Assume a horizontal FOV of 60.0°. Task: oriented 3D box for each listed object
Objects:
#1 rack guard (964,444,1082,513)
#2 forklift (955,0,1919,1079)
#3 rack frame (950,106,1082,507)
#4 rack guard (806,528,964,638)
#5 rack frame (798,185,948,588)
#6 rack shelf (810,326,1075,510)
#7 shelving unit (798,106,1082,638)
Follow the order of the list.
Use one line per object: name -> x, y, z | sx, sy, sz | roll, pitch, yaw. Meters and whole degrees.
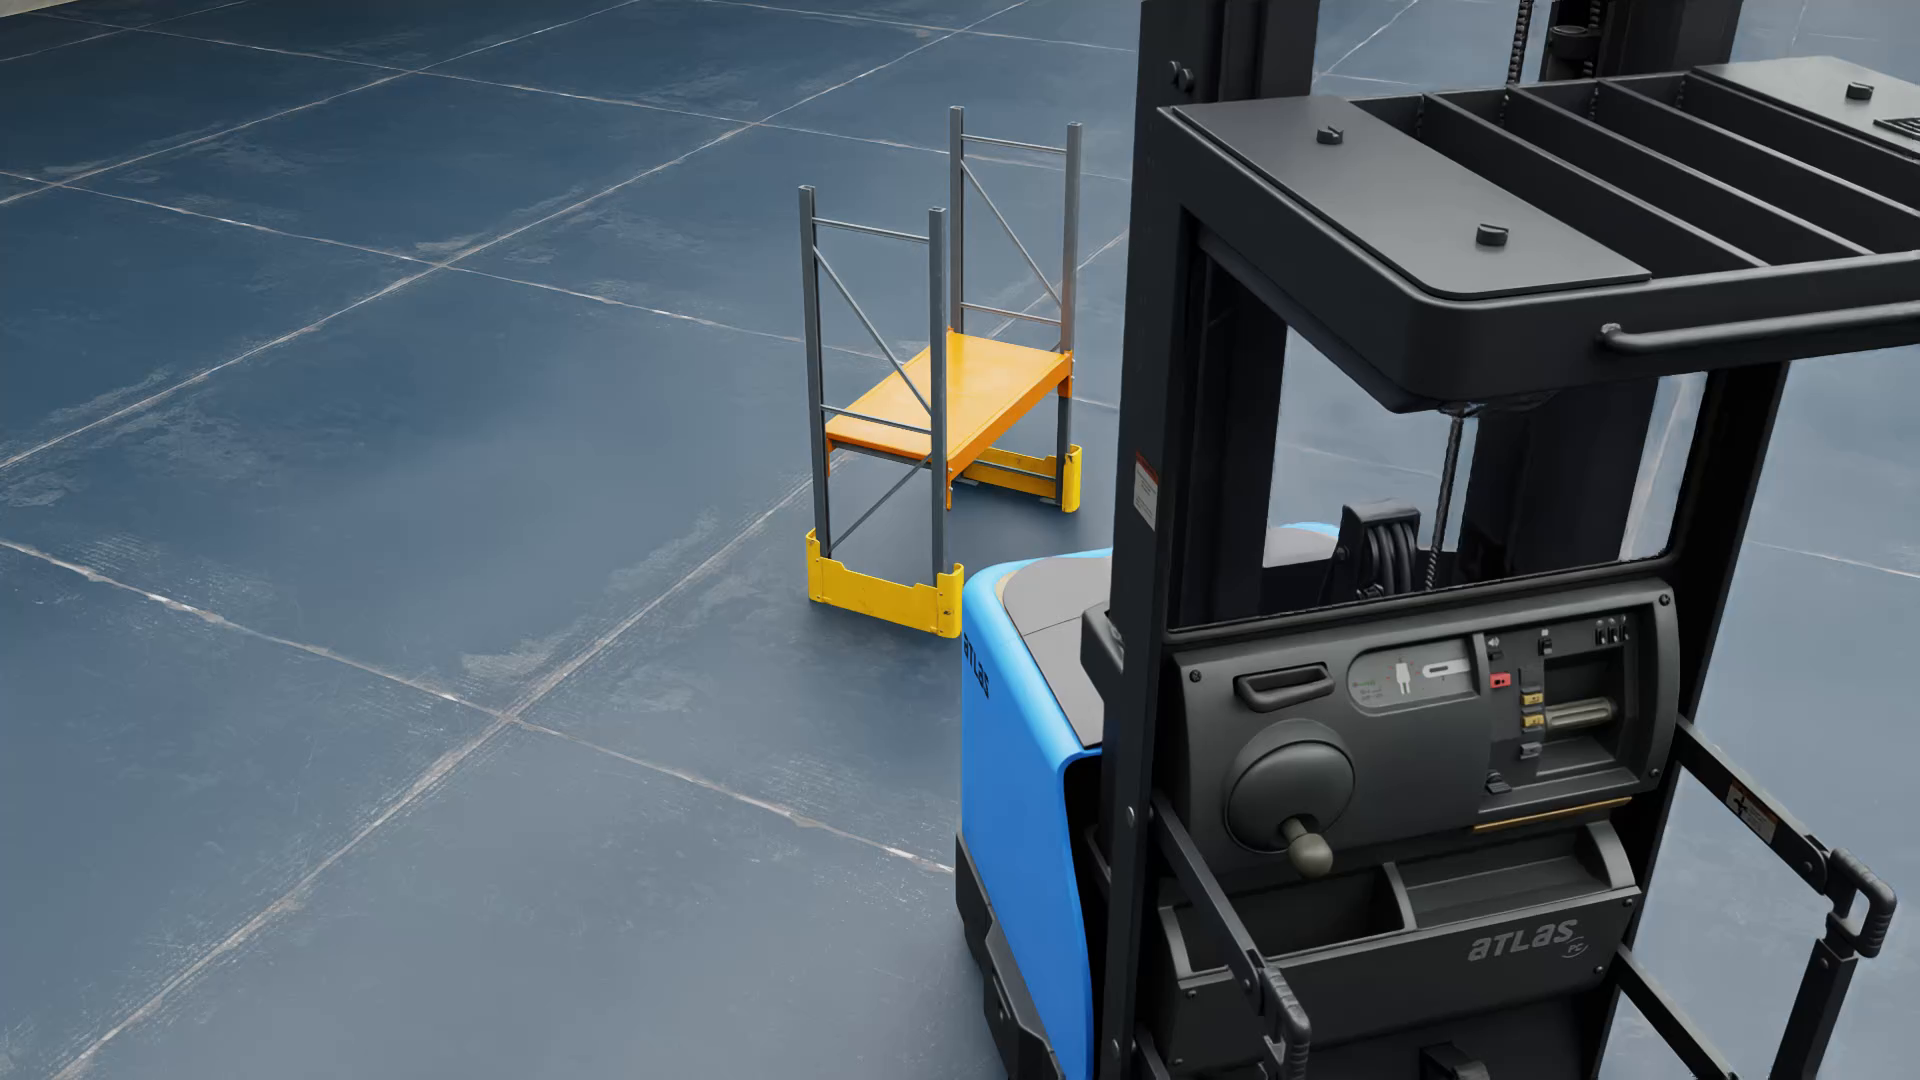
rack guard -> 0.192, -0.295, 6.513 | 0.587, 0.250, 0.087 | 14, 33, 23
forklift -> 0.873, 0.368, 2.666 | 1.130, 2.935, 3.031 | -8, 31, -13
rack frame -> 0.193, -0.838, 6.203 | 0.500, 1.500, 0.032 | 14, 33, 23
rack guard -> -0.262, 0.146, 5.744 | 0.587, 0.250, 0.087 | 14, 33, 23
rack frame -> -0.270, -0.387, 5.418 | 0.500, 1.500, 0.032 | 14, 33, 23
rack shelf -> -0.039, -0.457, 5.900 | 0.538, 0.185, 1.000 | 14, 33, 23
shelving unit -> -0.035, -0.617, 5.818 | 0.587, 1.500, 1.083 | 14, 33, 23
